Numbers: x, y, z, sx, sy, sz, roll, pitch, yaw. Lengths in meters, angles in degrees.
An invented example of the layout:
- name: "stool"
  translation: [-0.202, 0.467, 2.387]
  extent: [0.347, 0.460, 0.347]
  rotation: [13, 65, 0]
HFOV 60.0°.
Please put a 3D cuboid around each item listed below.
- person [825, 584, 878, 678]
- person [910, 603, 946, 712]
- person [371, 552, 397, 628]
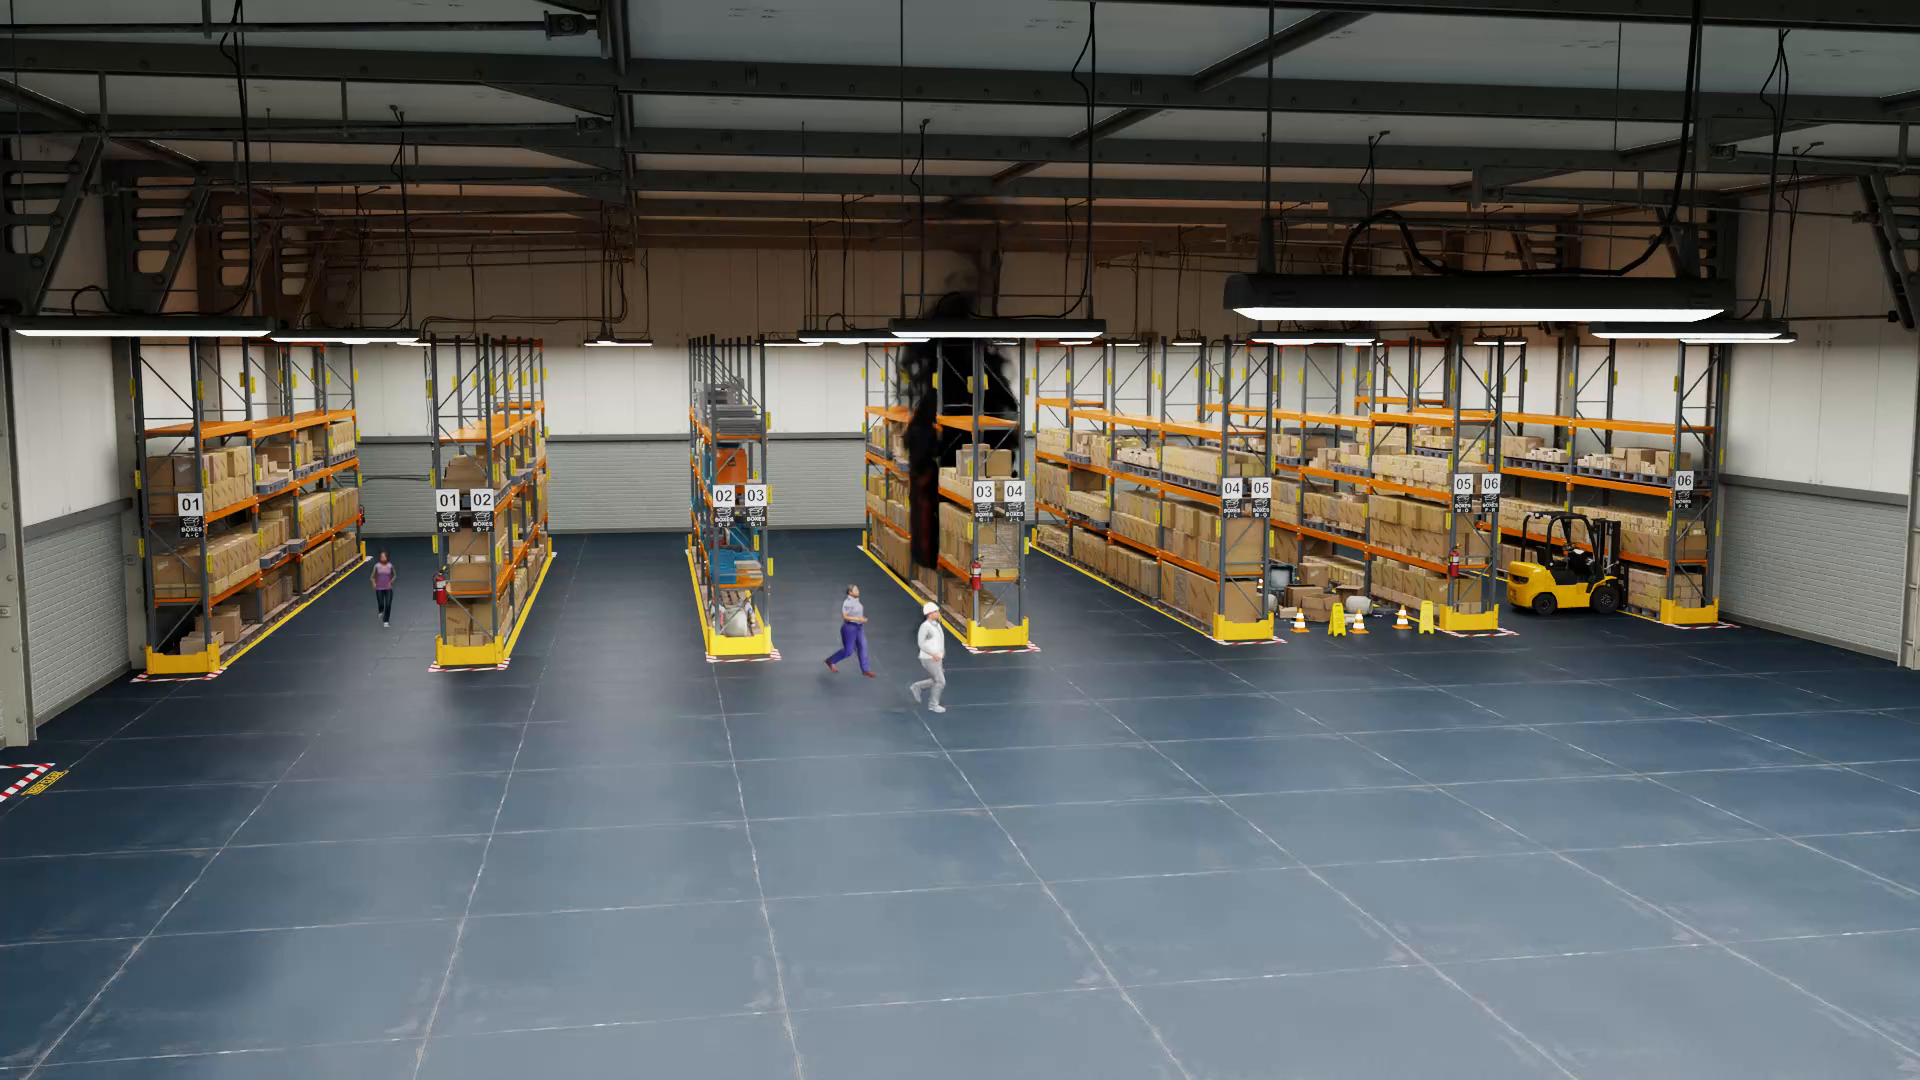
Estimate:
- name: "person"
  translation: [-1.900, 1.584, 29.007]
  extent: [0.934, 1.648, 0.613]
  rotation: [2, 7, 19]
- name: "person"
  translation: [-0.516, 1.851, 26.398]
  extent: [0.641, 1.731, 0.687]
  rotation: [2, 7, 17]
- name: "person"
  translation: [-11.888, 1.027, 34.333]
  extent: [0.507, 1.552, 0.512]
  rotation: [-2, 7, -21]
